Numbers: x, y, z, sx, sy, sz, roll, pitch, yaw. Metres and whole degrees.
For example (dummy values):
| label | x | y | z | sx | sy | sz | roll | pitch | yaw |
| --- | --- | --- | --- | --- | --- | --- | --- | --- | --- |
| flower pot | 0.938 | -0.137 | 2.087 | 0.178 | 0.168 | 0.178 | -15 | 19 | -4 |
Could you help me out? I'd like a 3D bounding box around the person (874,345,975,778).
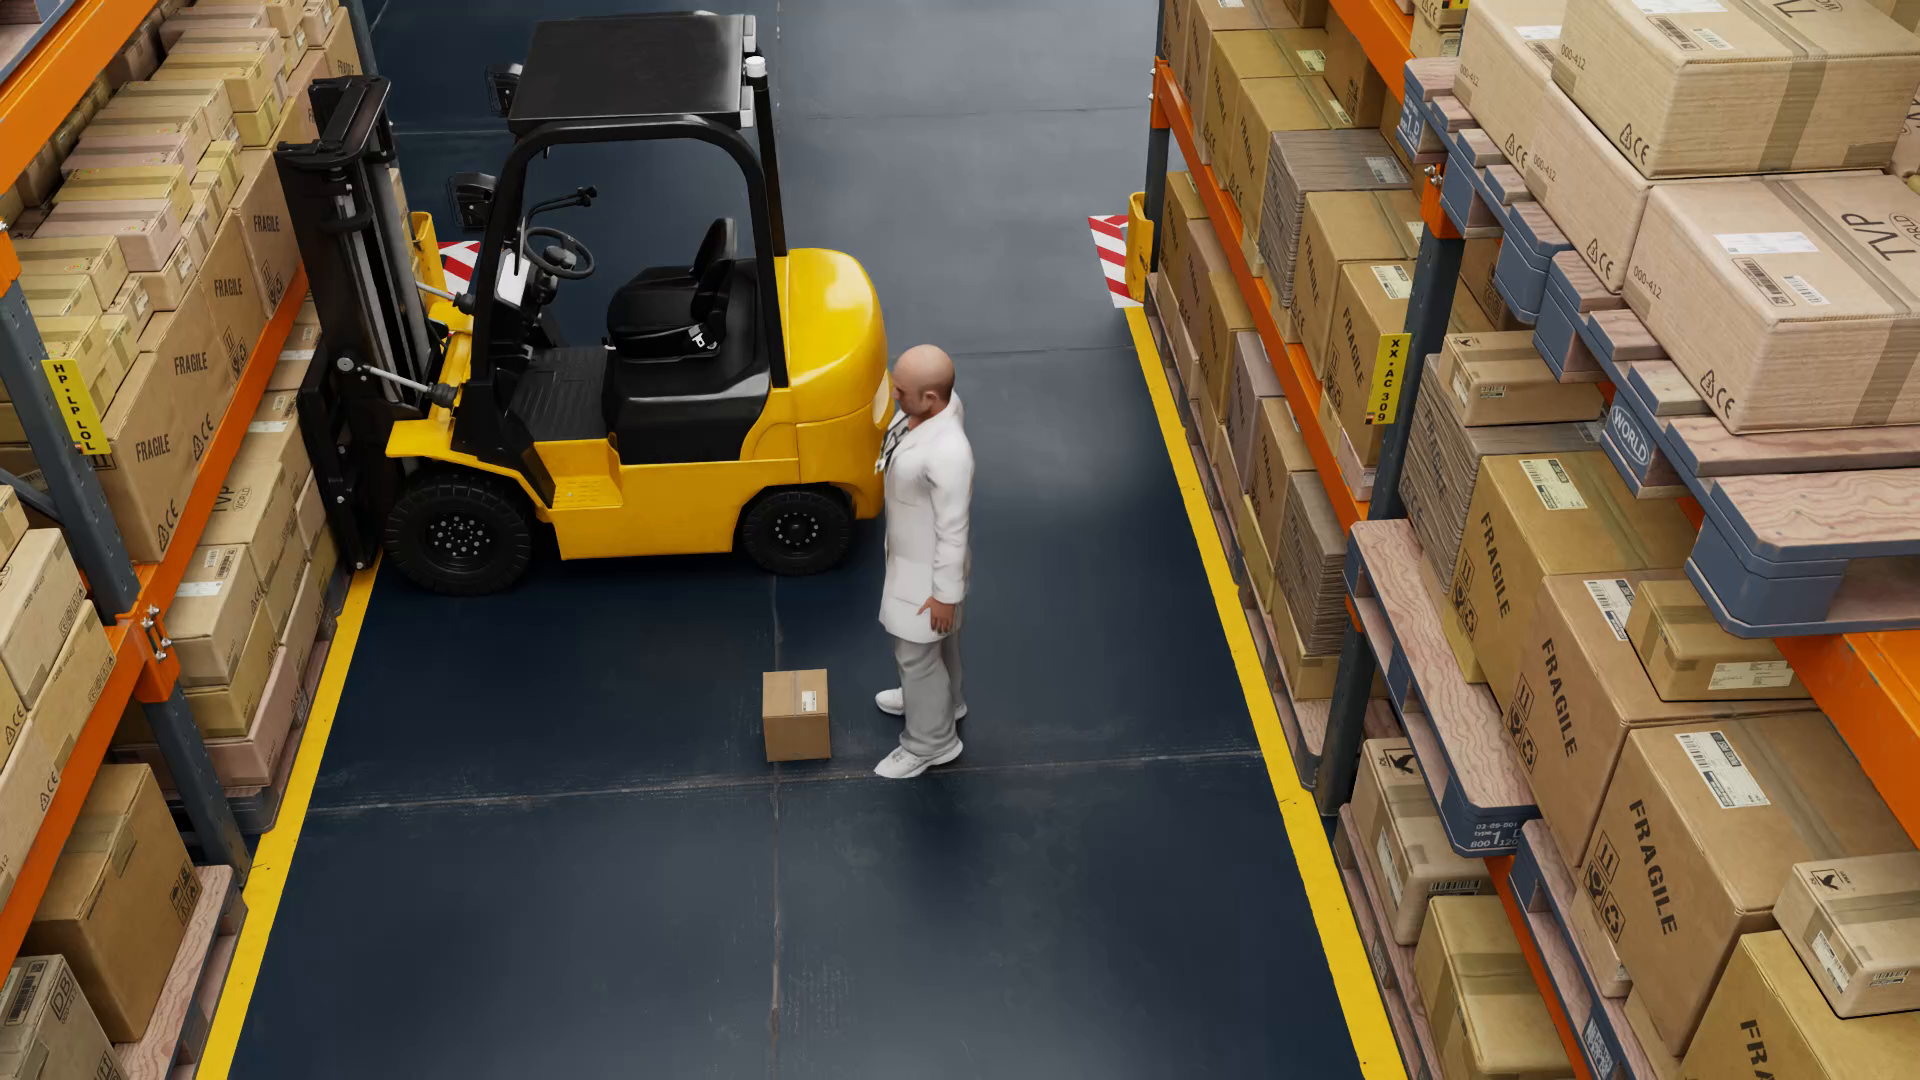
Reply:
| label | x | y | z | sx | sy | sz | roll | pitch | yaw |
| --- | --- | --- | --- | --- | --- | --- | --- | --- | --- |
| person | -0.164 | 0.073 | 6.102 | 0.409 | 1.838 | 0.645 | -4 | 39 | -4 |
